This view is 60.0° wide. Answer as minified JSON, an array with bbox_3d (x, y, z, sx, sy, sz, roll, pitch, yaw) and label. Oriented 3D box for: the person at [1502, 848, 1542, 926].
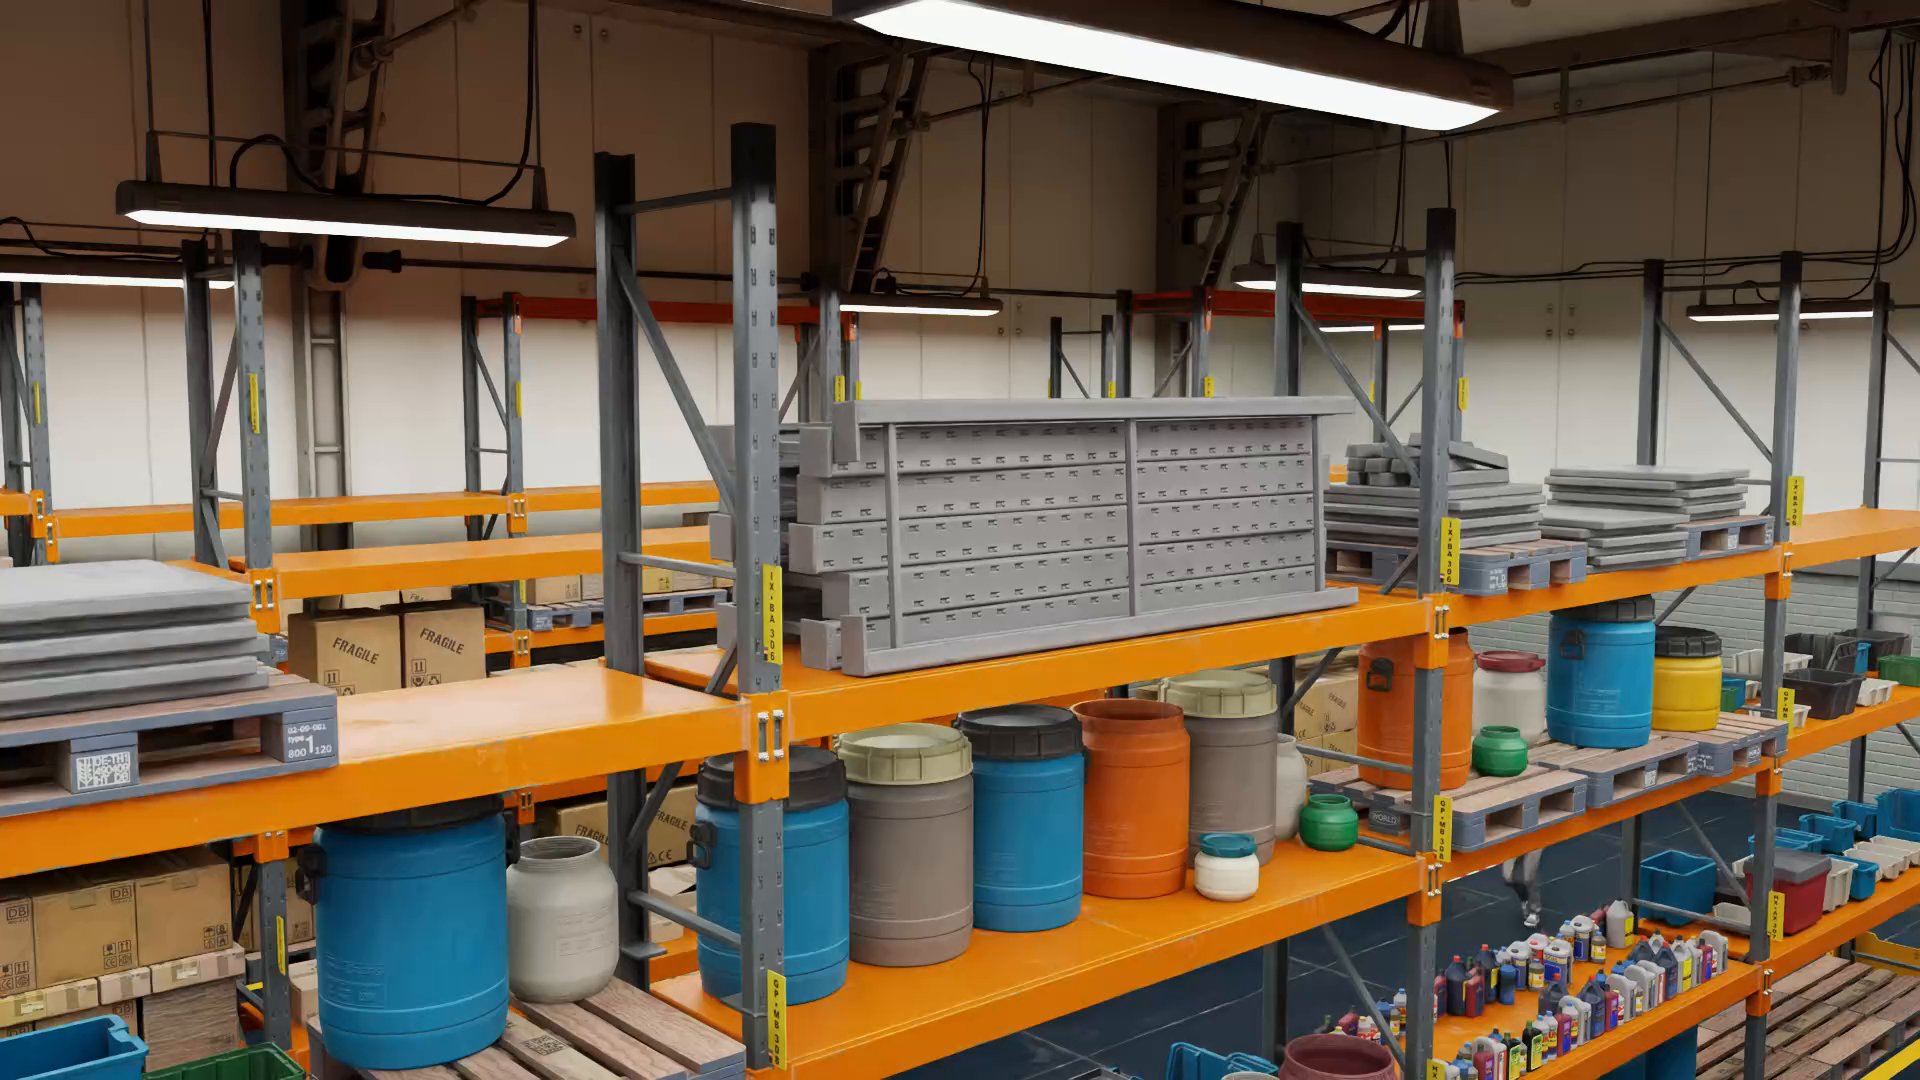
[{"bbox_3d":[5.284,2.901,15.813,0.548,1.546,0.548,4,7,35],"label":"person"}]
